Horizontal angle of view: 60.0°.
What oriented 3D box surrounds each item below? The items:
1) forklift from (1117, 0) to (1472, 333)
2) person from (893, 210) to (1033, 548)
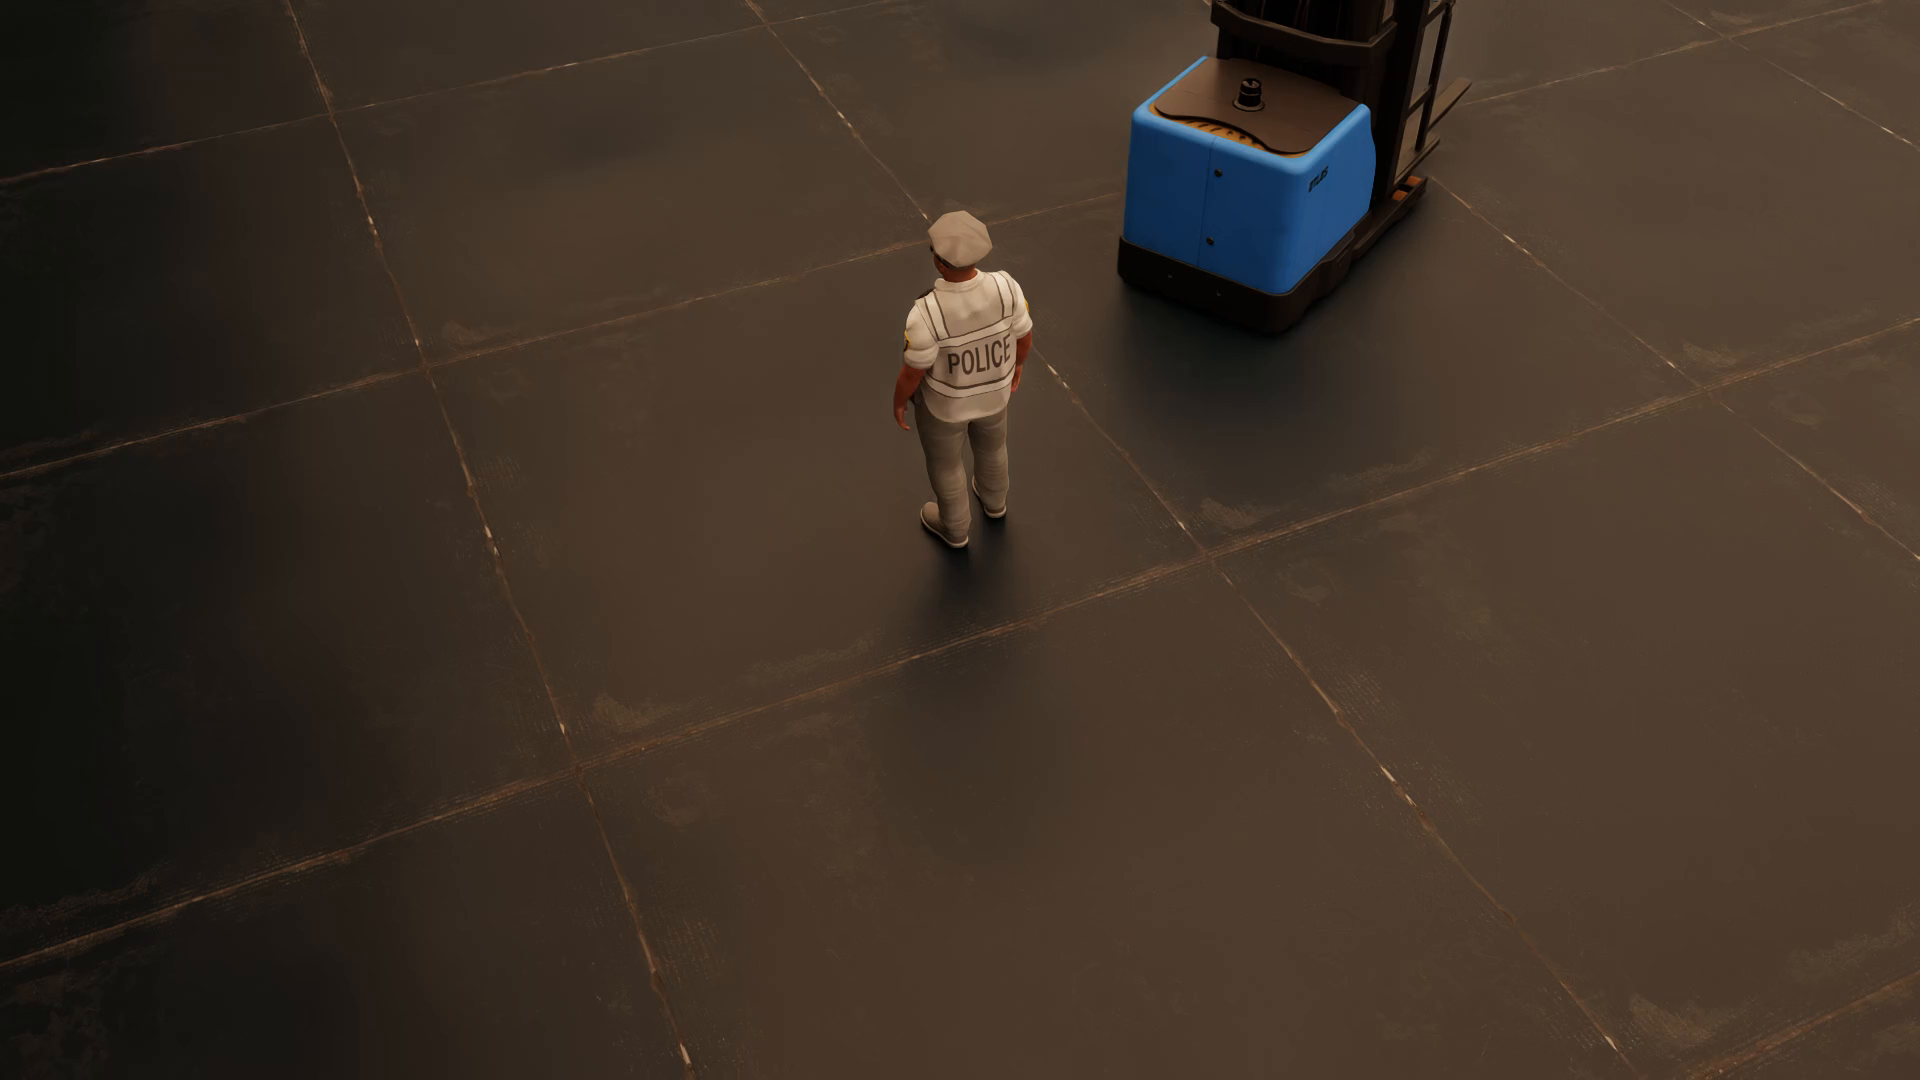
[{"bbox_3d":[2.141,-3.151,9.056,1.130,2.935,3.031,26,49,25],"label":"forklift"},{"bbox_3d":[-0.021,-0.708,7.271,0.640,1.781,0.575,-18,46,-18],"label":"person"}]
